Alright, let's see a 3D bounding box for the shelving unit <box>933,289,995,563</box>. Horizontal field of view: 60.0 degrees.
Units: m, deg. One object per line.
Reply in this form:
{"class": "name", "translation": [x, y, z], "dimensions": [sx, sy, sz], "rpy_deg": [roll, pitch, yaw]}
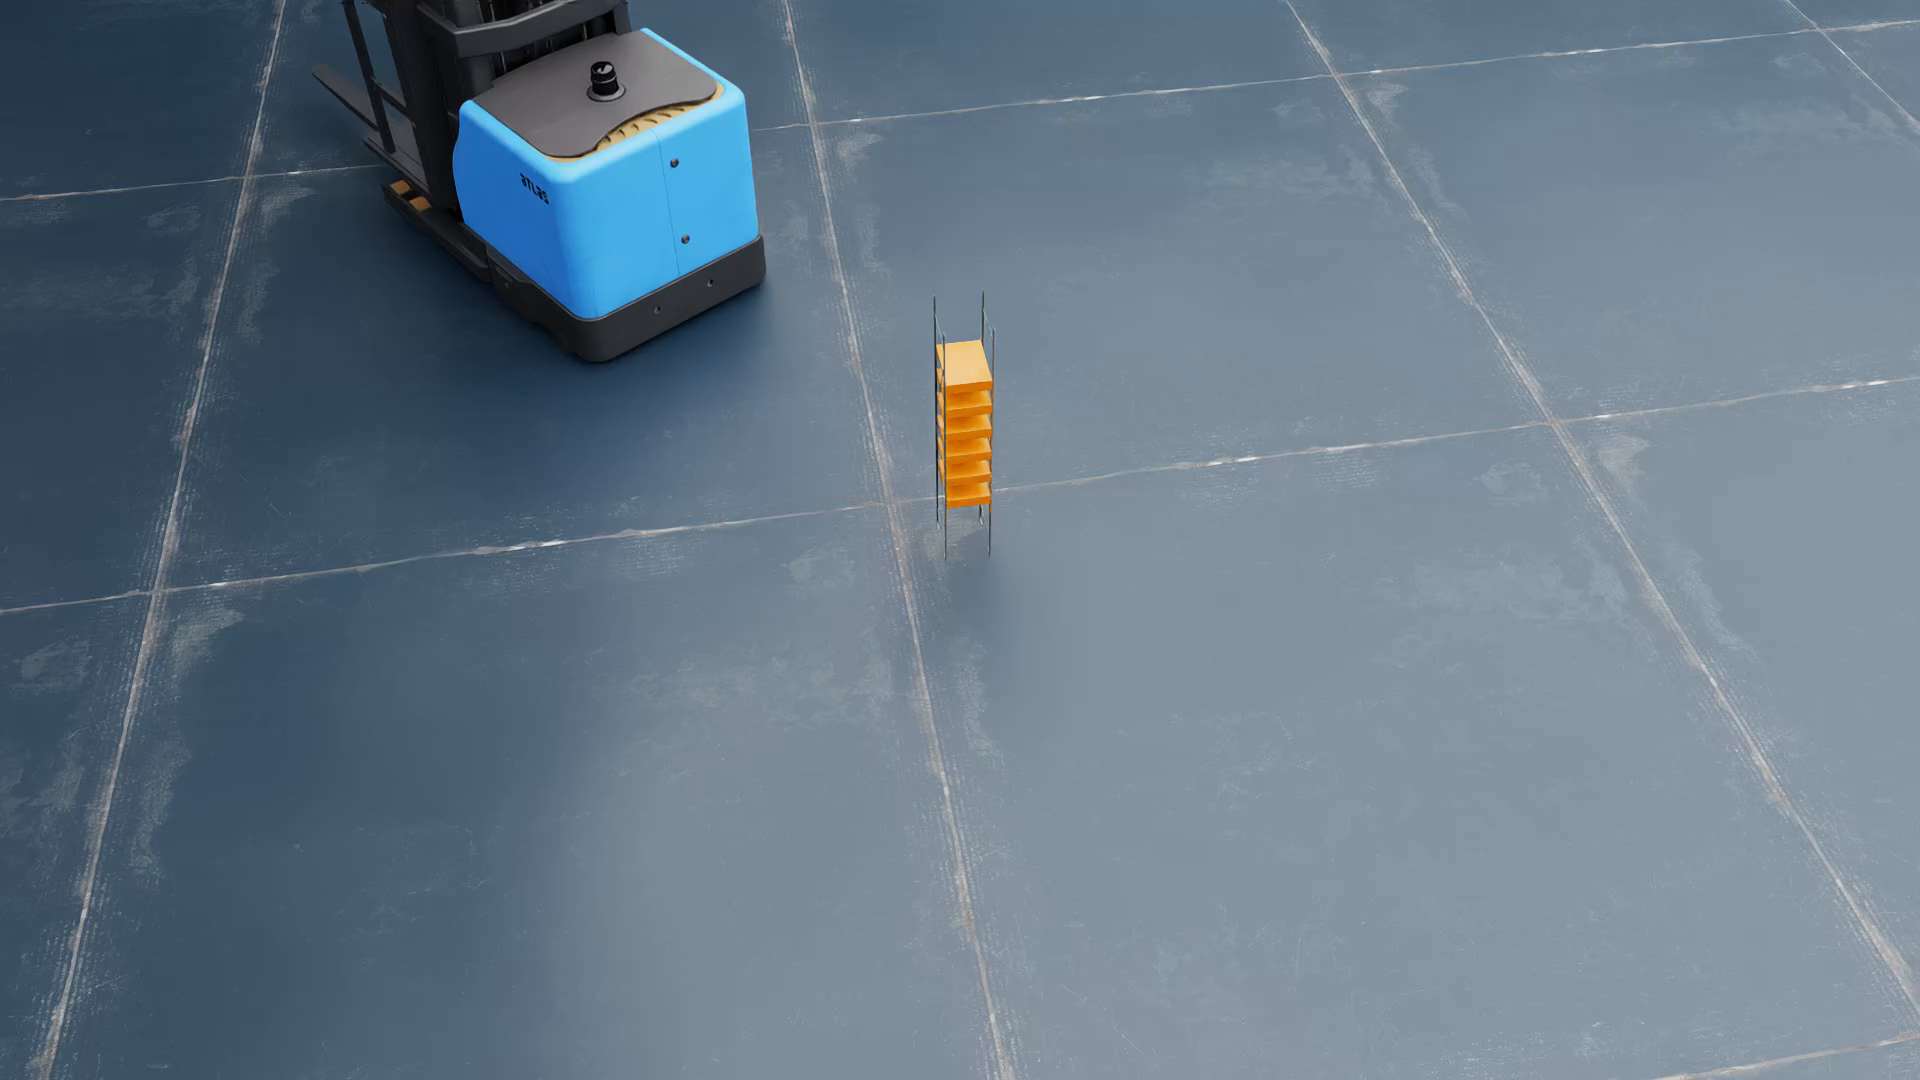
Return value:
{"class": "shelving unit", "translation": [0.014, -0.418, 6.513], "dimensions": [0.189, 1.200, 0.258], "rpy_deg": [-7, 46, -7]}

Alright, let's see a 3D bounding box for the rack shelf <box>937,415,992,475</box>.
{"class": "rack shelf", "translation": [0.014, -0.387, 6.545], "dimensions": [0.180, 0.103, 0.258], "rpy_deg": [-7, 46, -7]}

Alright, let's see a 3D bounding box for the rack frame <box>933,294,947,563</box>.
{"class": "rack frame", "translation": [-0.076, -0.407, 6.502], "dimensions": [0.006, 1.200, 0.240], "rpy_deg": [-7, 46, -7]}

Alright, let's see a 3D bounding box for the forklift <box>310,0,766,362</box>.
{"class": "forklift", "translation": [-2.306, -2.814, 7.619], "dimensions": [1.130, 2.935, 3.031], "rpy_deg": [-33, 55, -28]}

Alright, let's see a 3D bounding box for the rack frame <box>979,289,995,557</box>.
{"class": "rack frame", "translation": [0.104, -0.429, 6.524], "dimensions": [0.006, 1.200, 0.240], "rpy_deg": [-7, 46, -7]}

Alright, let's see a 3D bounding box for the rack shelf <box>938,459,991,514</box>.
{"class": "rack shelf", "translation": [0.014, -0.221, 6.718], "dimensions": [0.180, 0.103, 0.258], "rpy_deg": [-7, 46, -7]}

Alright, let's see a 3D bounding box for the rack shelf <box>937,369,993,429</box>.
{"class": "rack shelf", "translation": [0.014, -0.554, 6.372], "dimensions": [0.180, 0.103, 0.258], "rpy_deg": [-7, 46, -7]}

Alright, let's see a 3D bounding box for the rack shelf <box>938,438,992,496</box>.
{"class": "rack shelf", "translation": [0.014, -0.304, 6.631], "dimensions": [0.180, 0.103, 0.258], "rpy_deg": [-7, 46, -7]}

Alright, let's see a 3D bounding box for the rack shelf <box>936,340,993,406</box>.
{"class": "rack shelf", "translation": [0.014, -0.637, 6.286], "dimensions": [0.180, 0.103, 0.258], "rpy_deg": [-7, 46, -7]}

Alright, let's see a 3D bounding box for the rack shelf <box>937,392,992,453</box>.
{"class": "rack shelf", "translation": [0.014, -0.471, 6.458], "dimensions": [0.180, 0.103, 0.258], "rpy_deg": [-7, 46, -7]}
